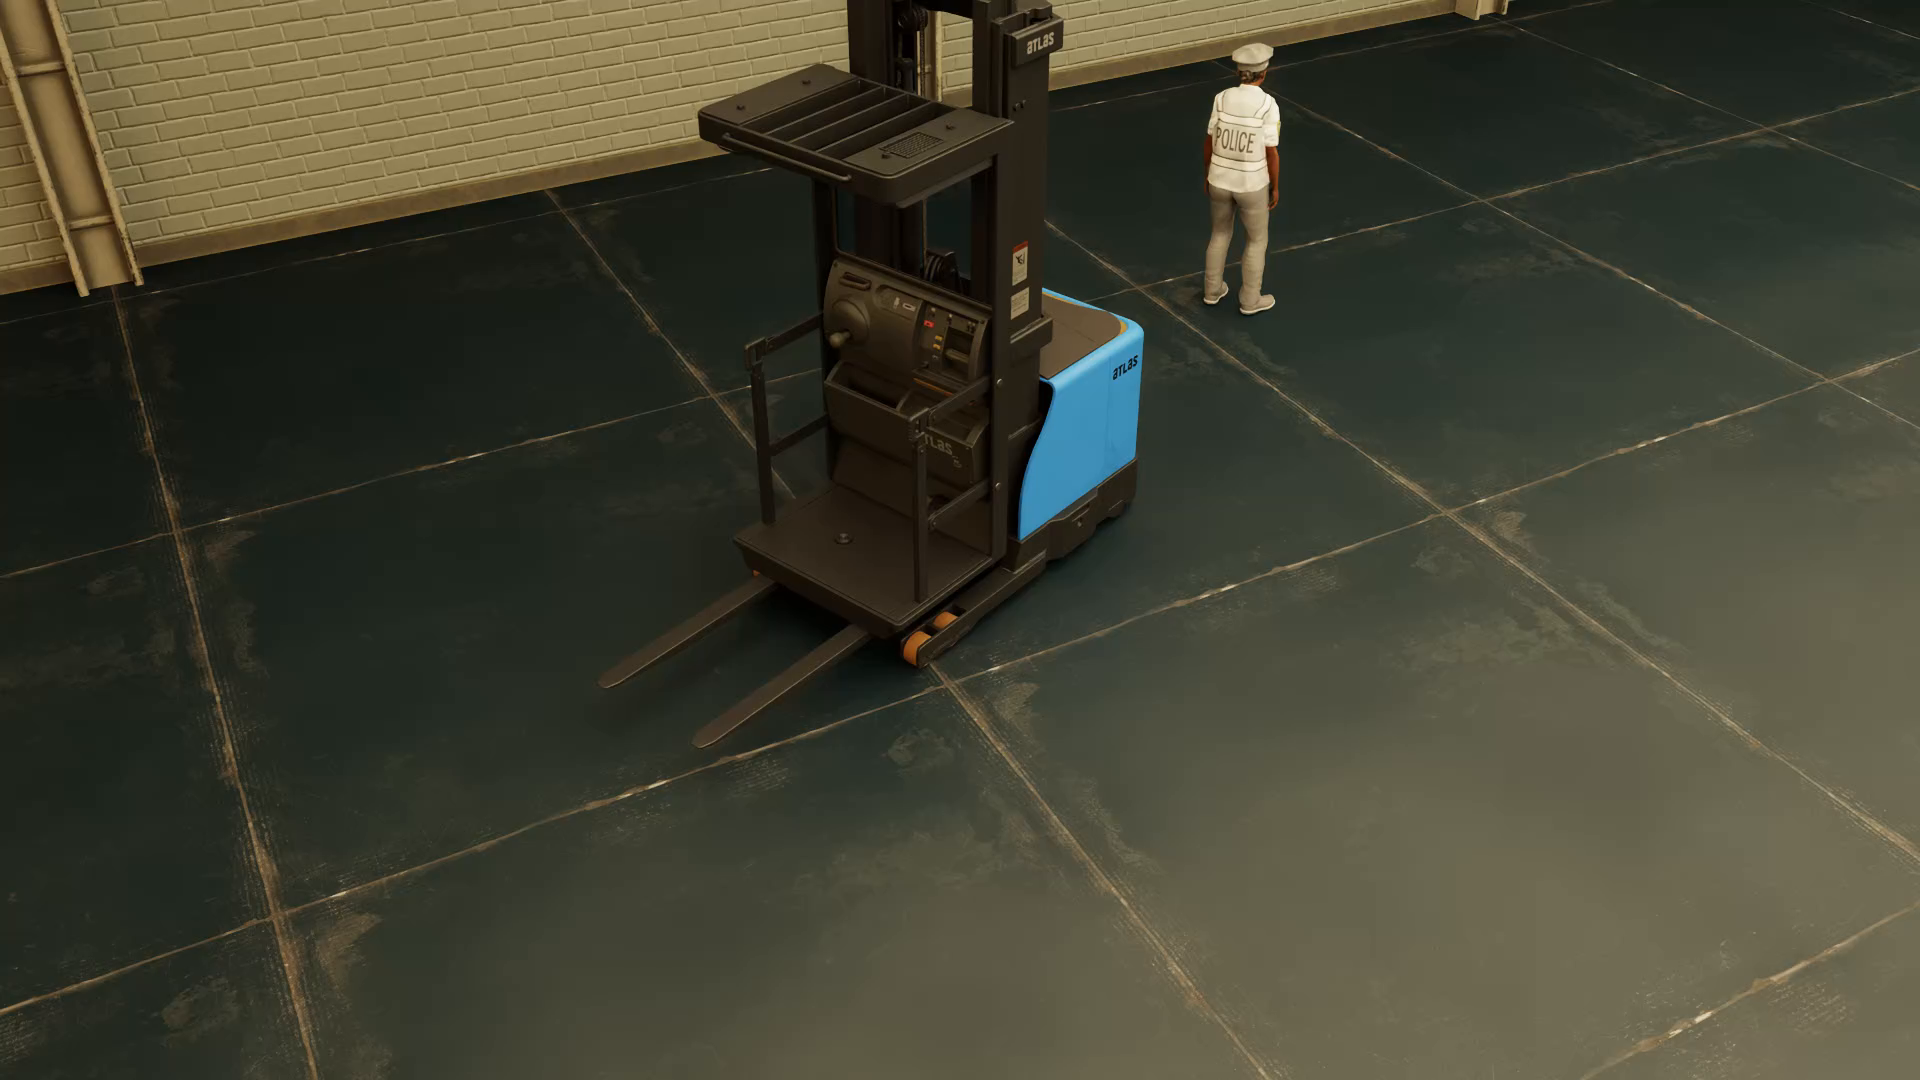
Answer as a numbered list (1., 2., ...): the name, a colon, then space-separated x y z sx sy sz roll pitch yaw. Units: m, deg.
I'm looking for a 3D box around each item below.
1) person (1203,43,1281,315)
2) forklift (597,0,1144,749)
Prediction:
1. person: 1.763 -2.223 10.372 0.527 1.658 0.397 19 40 25
2. forklift: -0.390 -0.927 7.434 1.130 2.935 3.031 26 43 31
